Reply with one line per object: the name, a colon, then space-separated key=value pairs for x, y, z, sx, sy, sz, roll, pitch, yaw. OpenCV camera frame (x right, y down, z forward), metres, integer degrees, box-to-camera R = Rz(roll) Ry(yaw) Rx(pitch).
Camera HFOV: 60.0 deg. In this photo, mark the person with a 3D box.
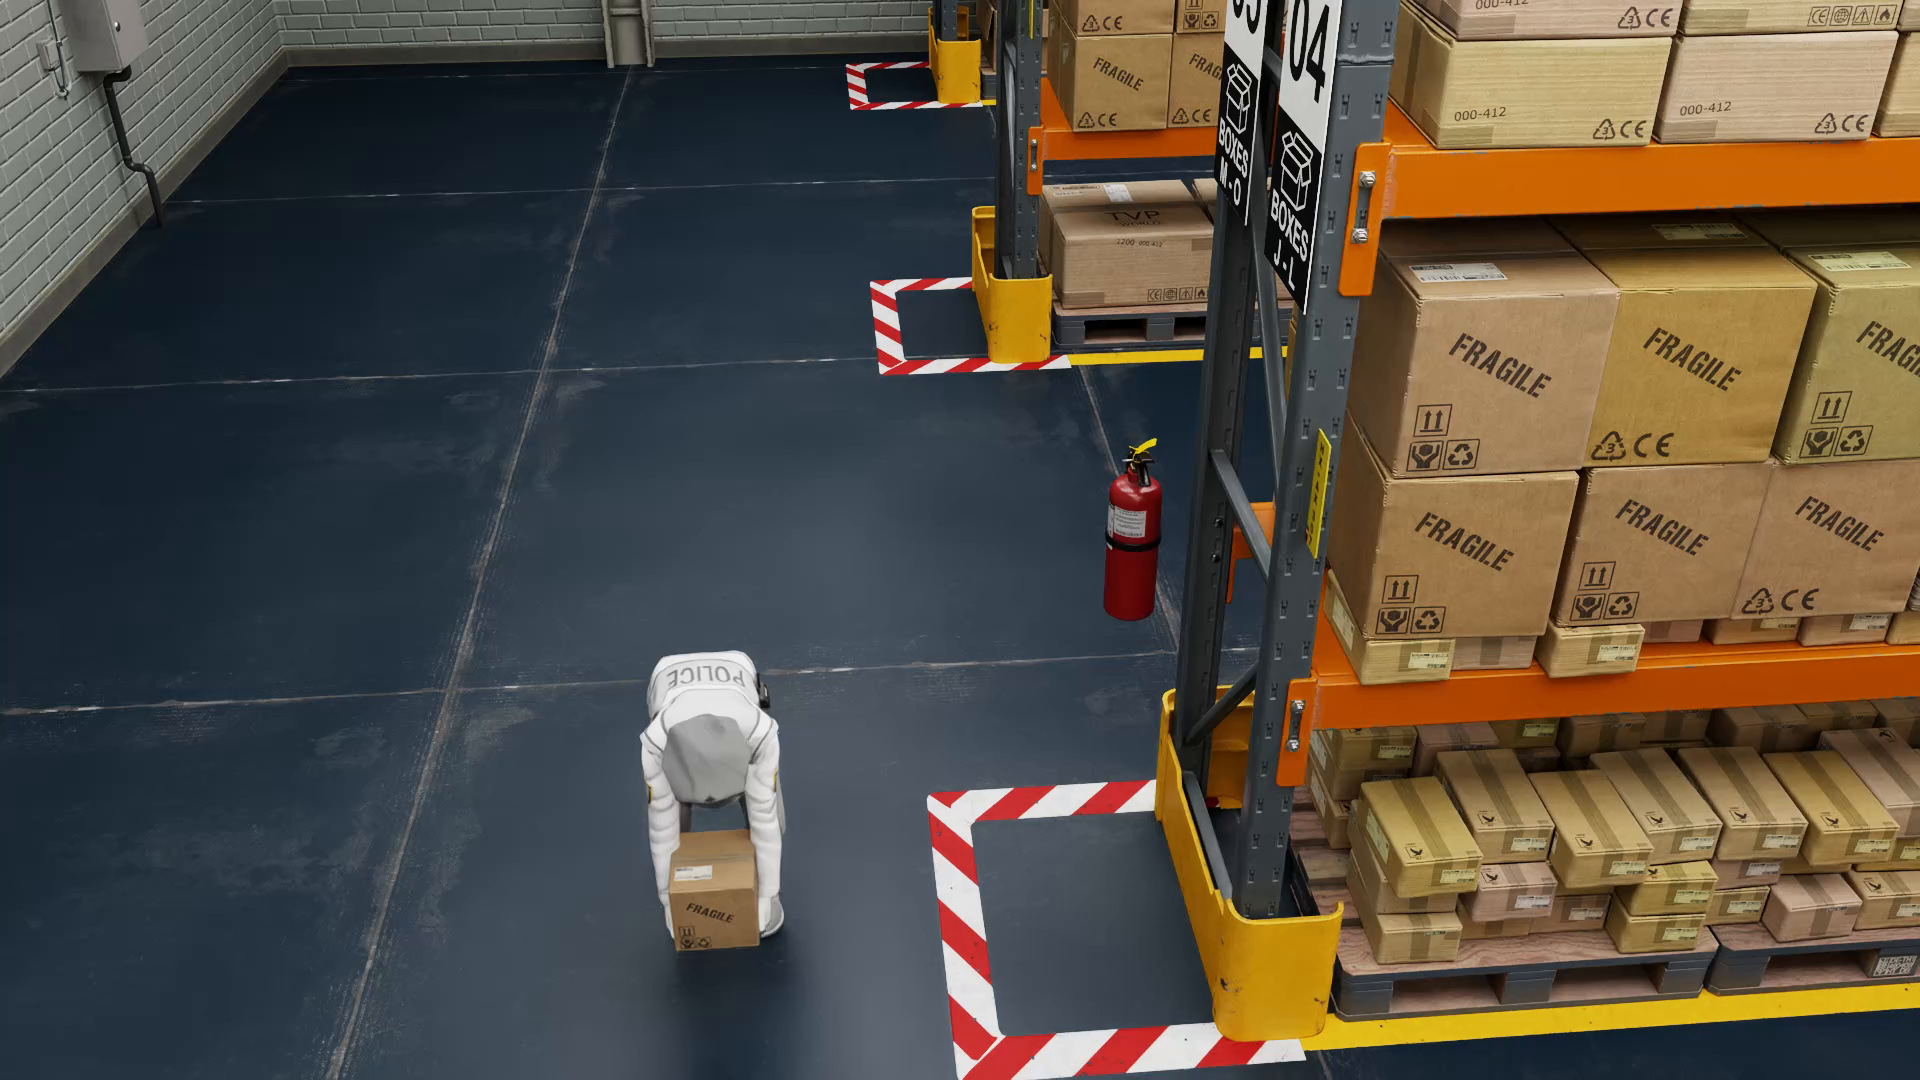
person: x=-0.762 y=0.861 z=5.174 sx=0.433 sy=1.192 sz=0.908 roll=-4 pitch=32 yaw=-7
